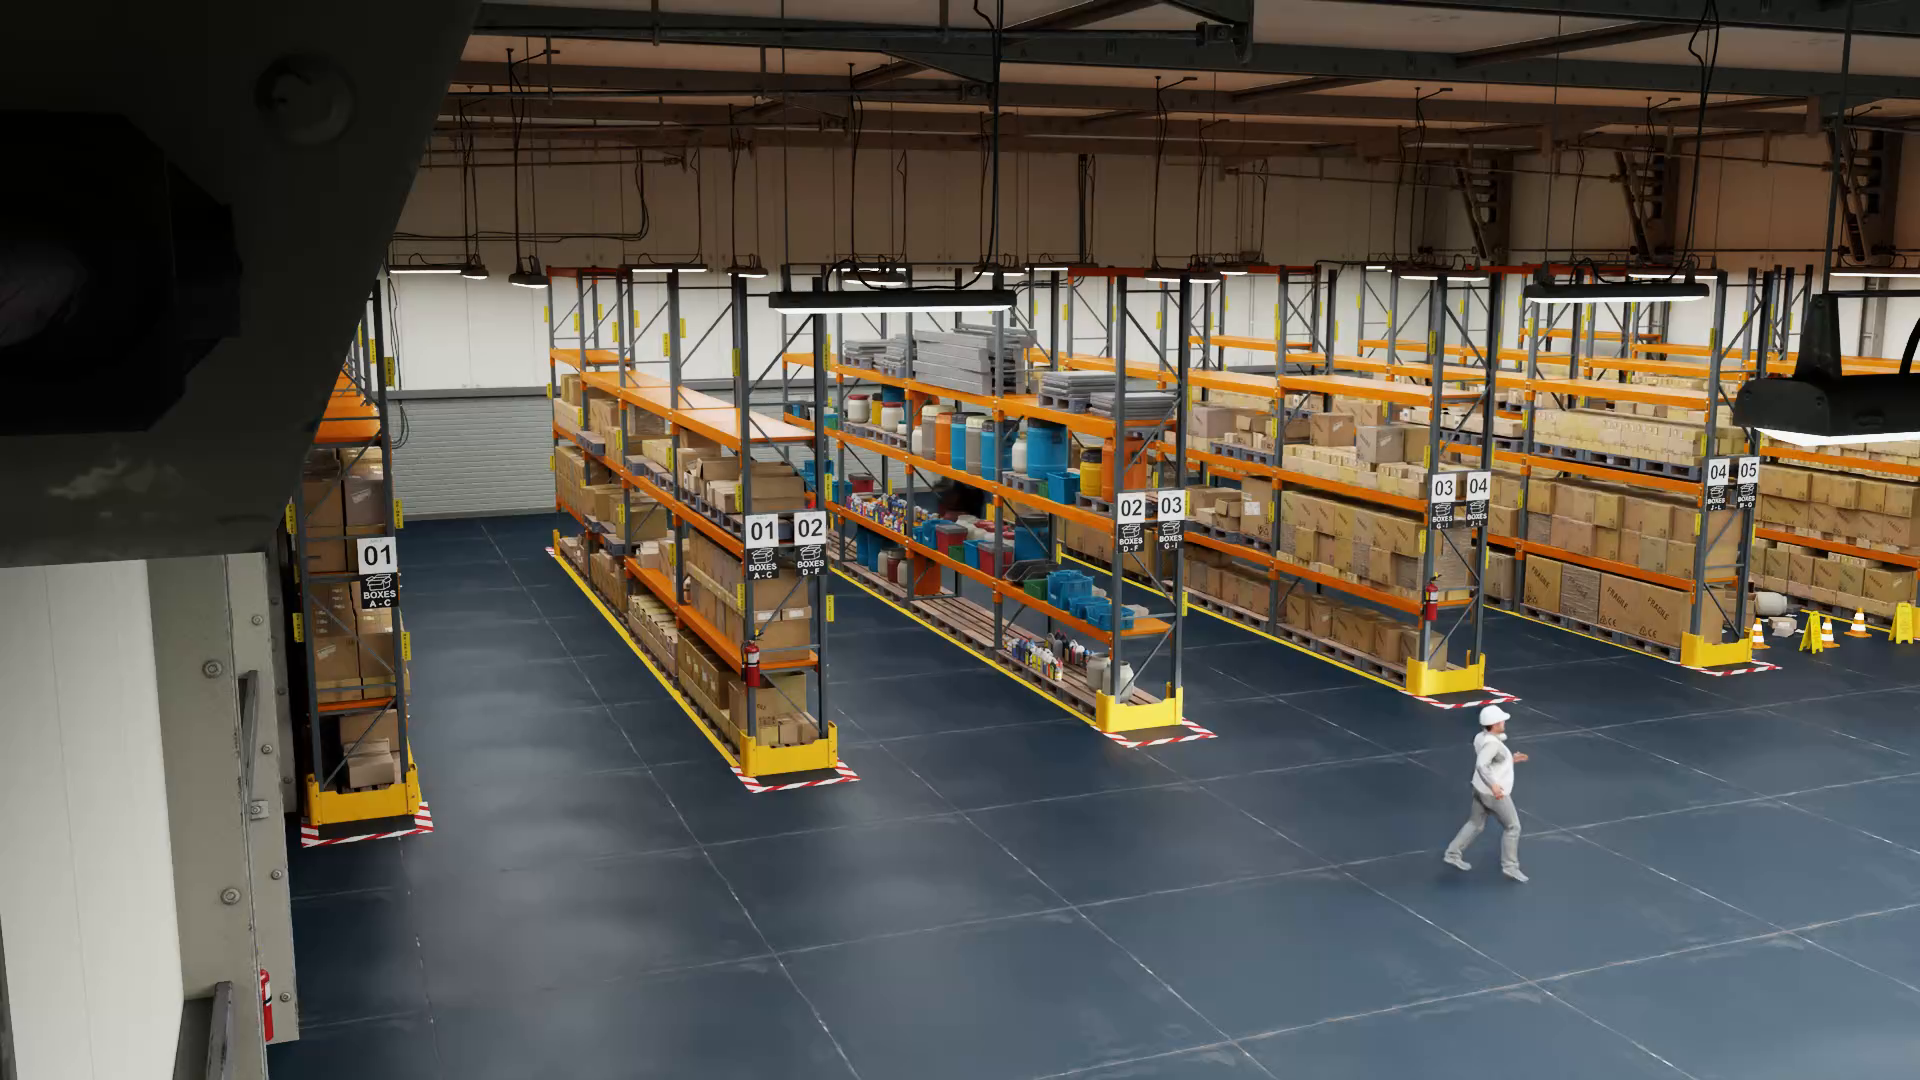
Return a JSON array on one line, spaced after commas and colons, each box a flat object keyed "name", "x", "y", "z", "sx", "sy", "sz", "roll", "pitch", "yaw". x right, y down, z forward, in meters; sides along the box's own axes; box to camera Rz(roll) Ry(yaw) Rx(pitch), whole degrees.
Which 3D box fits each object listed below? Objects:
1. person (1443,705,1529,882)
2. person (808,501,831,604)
[{"name": "person", "x": 5.355, "y": 2.562, "z": 16.800, "sx": 0.825, "sy": 1.822, "sz": 0.633, "roll": -1, "pitch": 10, "yaw": -4}, {"name": "person", "x": -2.460, "y": 0.231, "z": 28.386, "sx": 0.656, "sy": 1.819, "sz": 0.912, "roll": -7, "pitch": 12, "yaw": -34}]
